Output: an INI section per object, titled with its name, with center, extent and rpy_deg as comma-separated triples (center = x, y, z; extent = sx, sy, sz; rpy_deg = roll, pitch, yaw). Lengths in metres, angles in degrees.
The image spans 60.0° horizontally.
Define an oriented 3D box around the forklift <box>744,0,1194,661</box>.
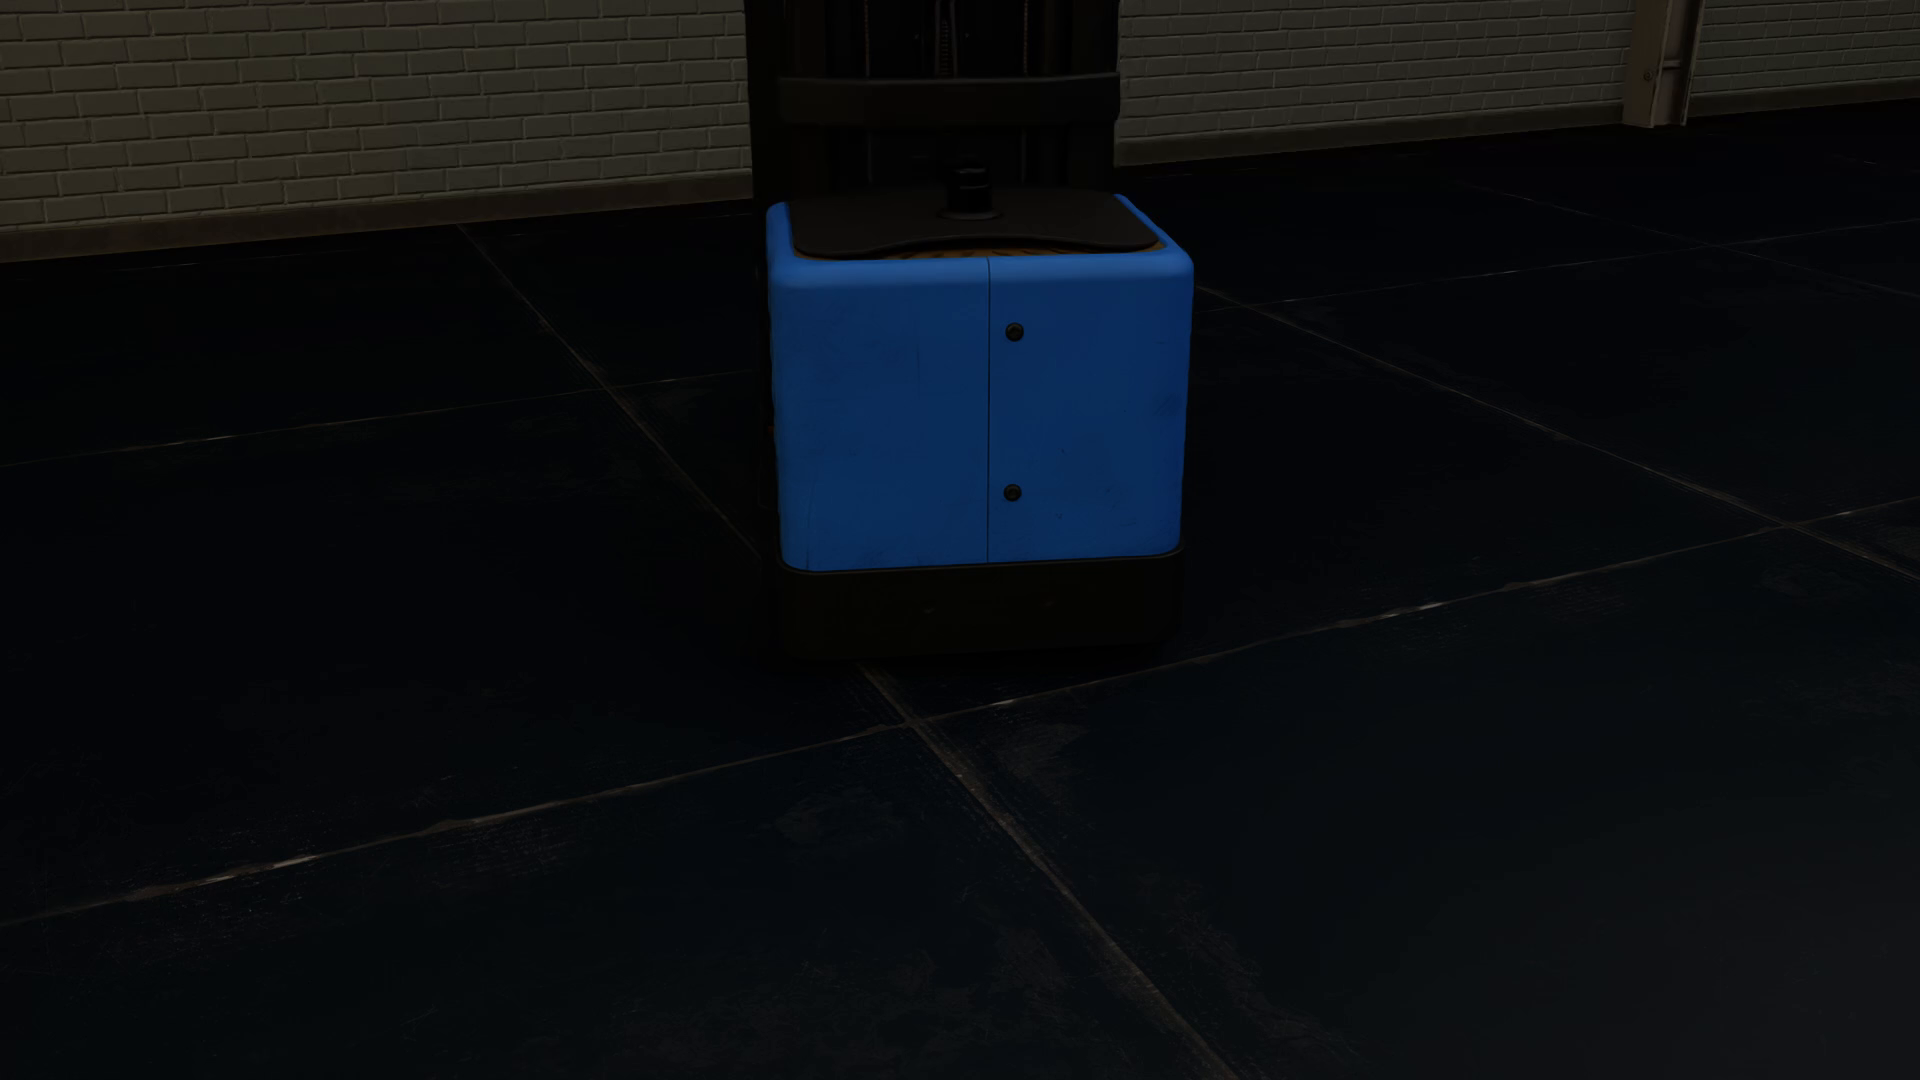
[forklift]
center = -0.112, -1.579, 5.086
extent = 1.130, 2.935, 3.031
rpy_deg = -3, 23, -6
